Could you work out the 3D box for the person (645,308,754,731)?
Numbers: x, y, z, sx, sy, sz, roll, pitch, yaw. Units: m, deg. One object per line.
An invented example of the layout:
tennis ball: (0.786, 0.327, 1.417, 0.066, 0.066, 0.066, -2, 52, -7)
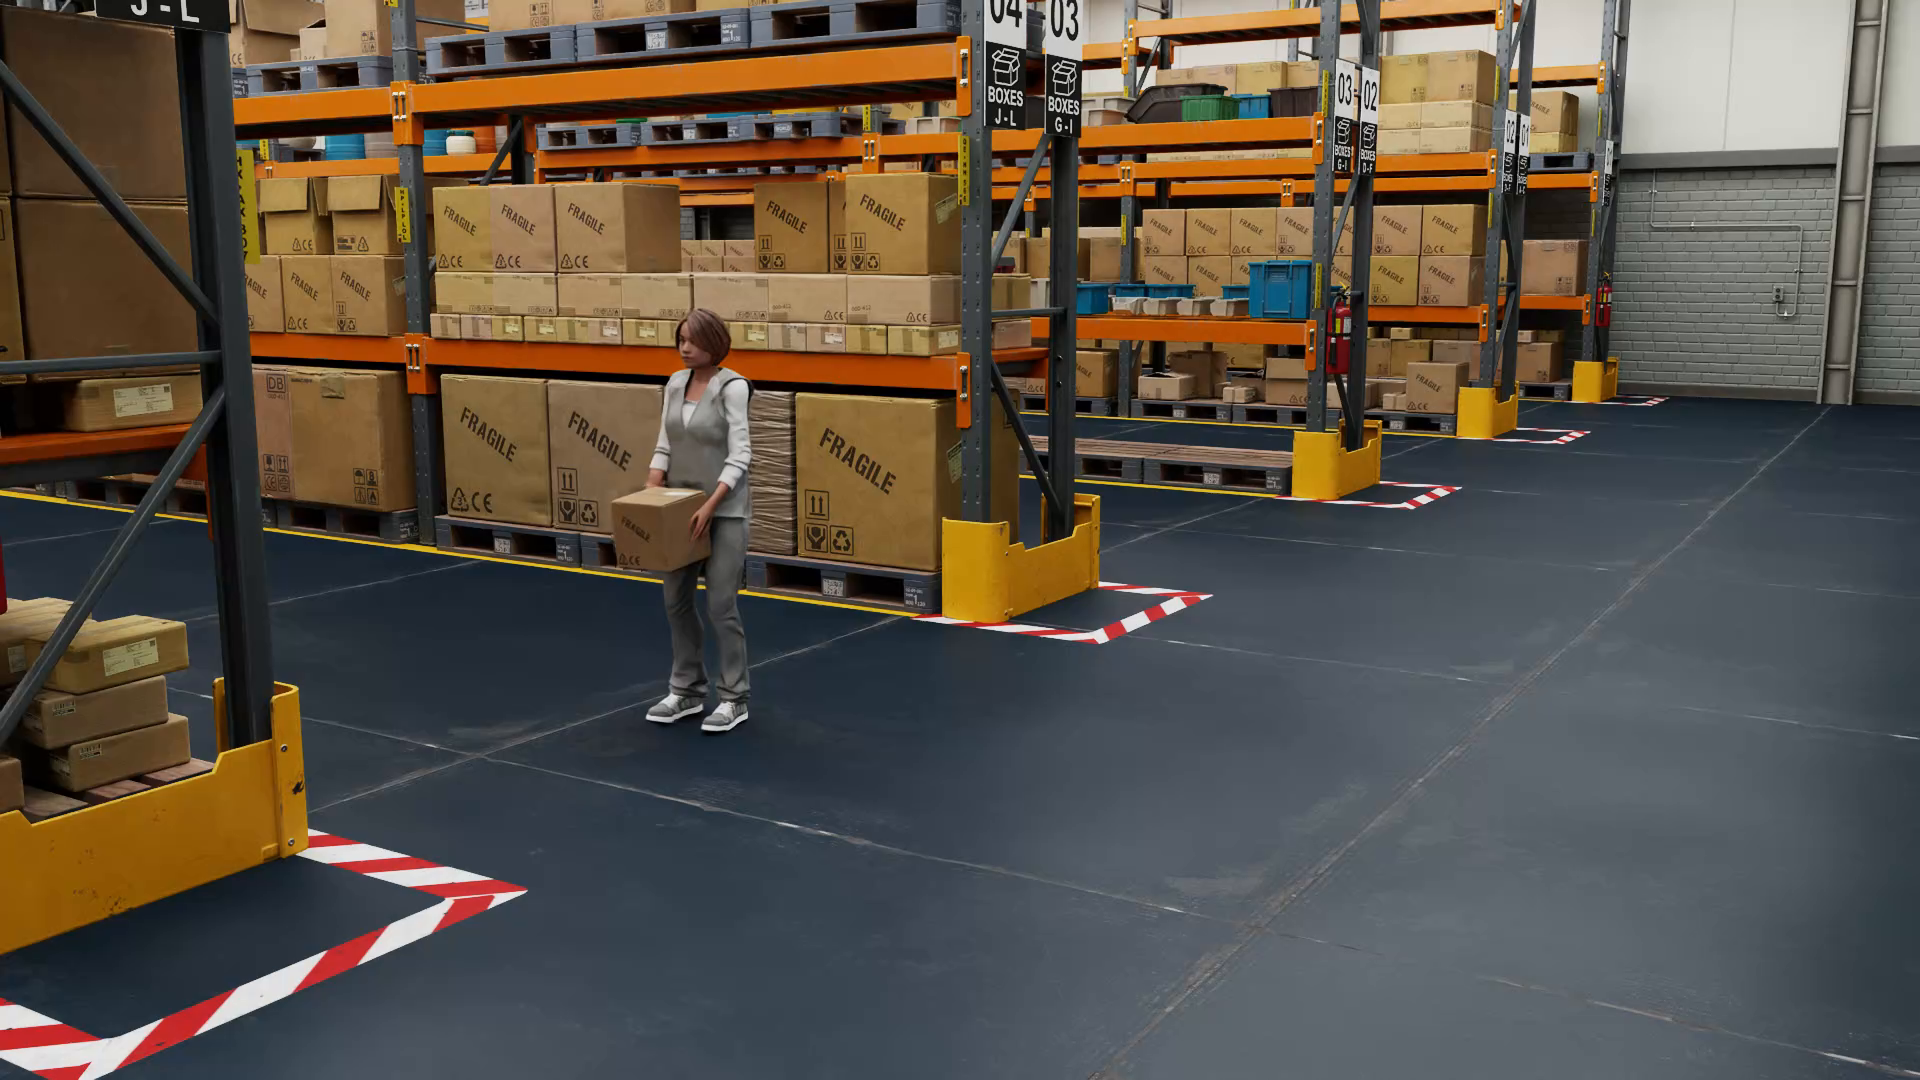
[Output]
person: (-0.997, -0.076, 6.335, 0.444, 1.603, 0.411, 6, 11, 30)
